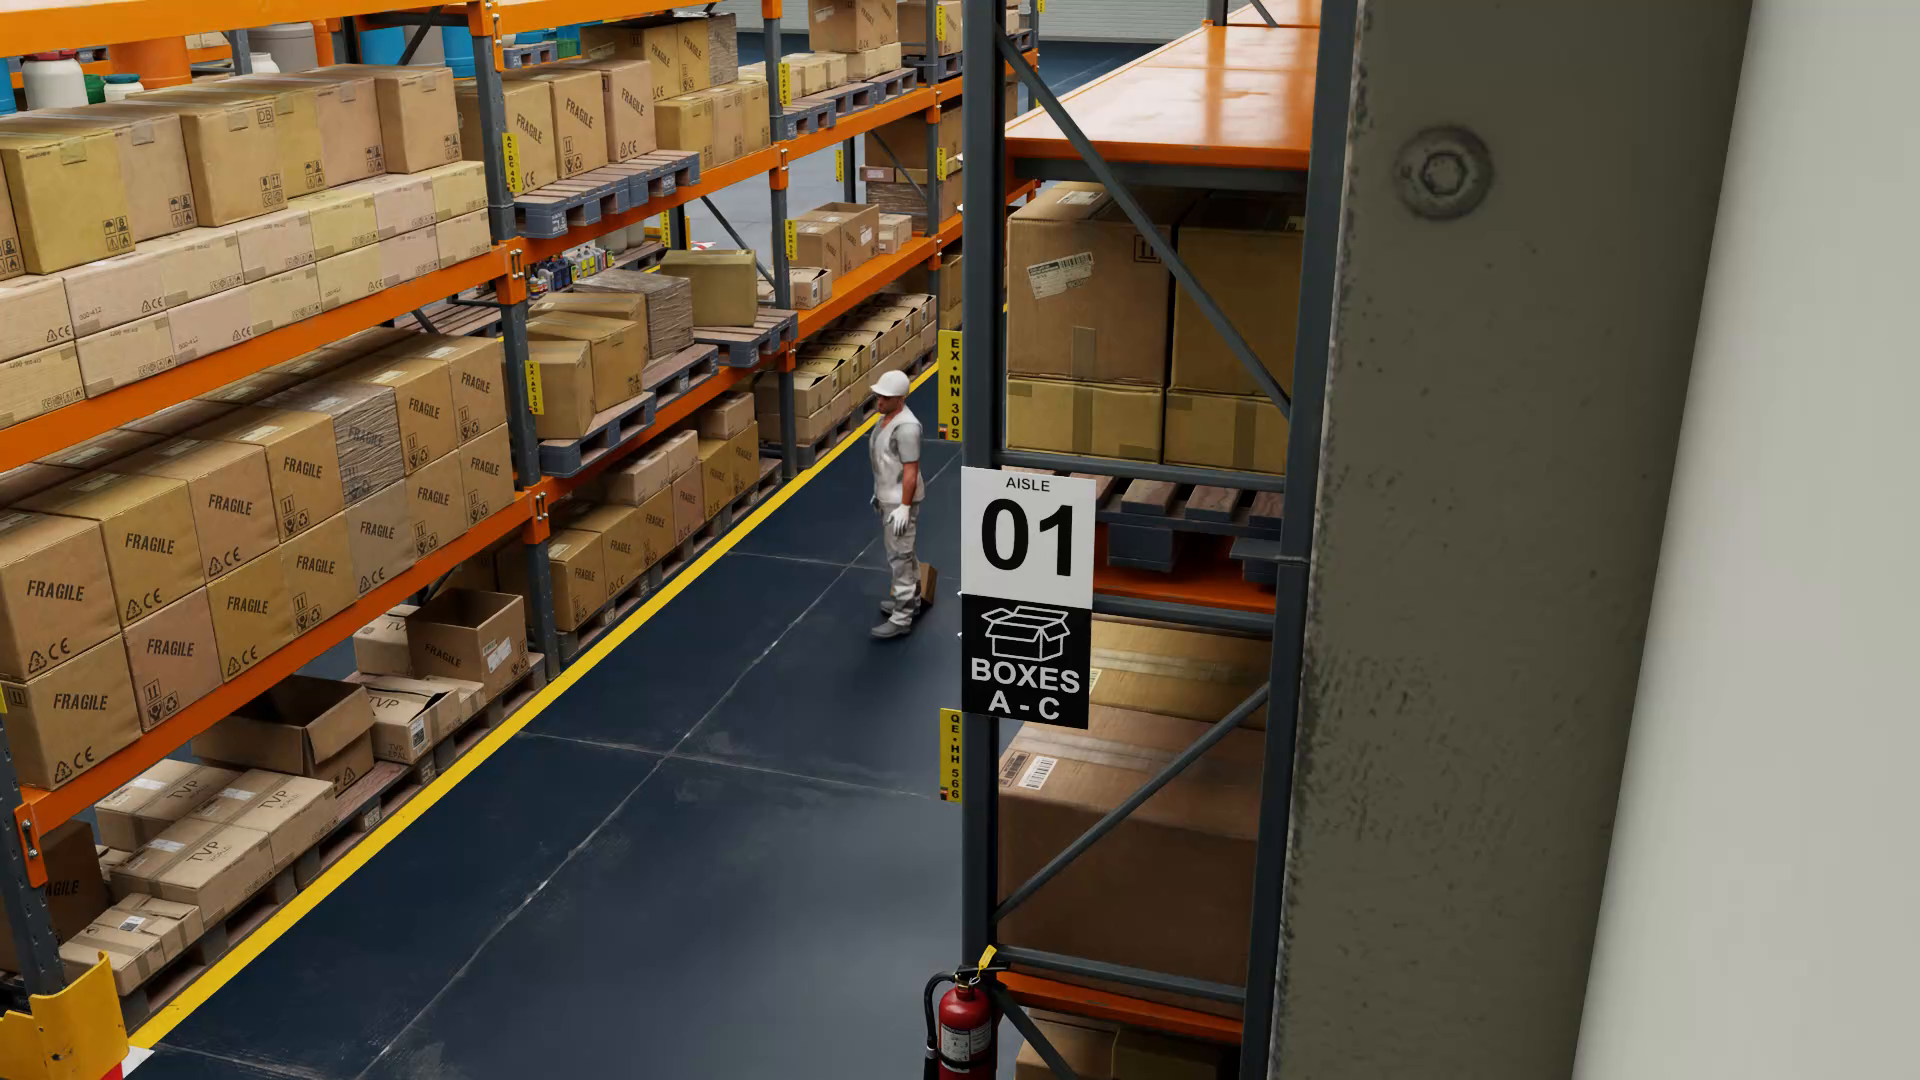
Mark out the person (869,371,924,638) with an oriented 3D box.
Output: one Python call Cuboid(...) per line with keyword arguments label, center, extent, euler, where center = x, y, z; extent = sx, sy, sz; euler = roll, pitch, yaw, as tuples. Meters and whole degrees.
Cuboid(label="person", center=(-0.441, -0.253, 11.001), extent=(0.444, 1.789, 0.606), euler=(-6, 23, -15))
